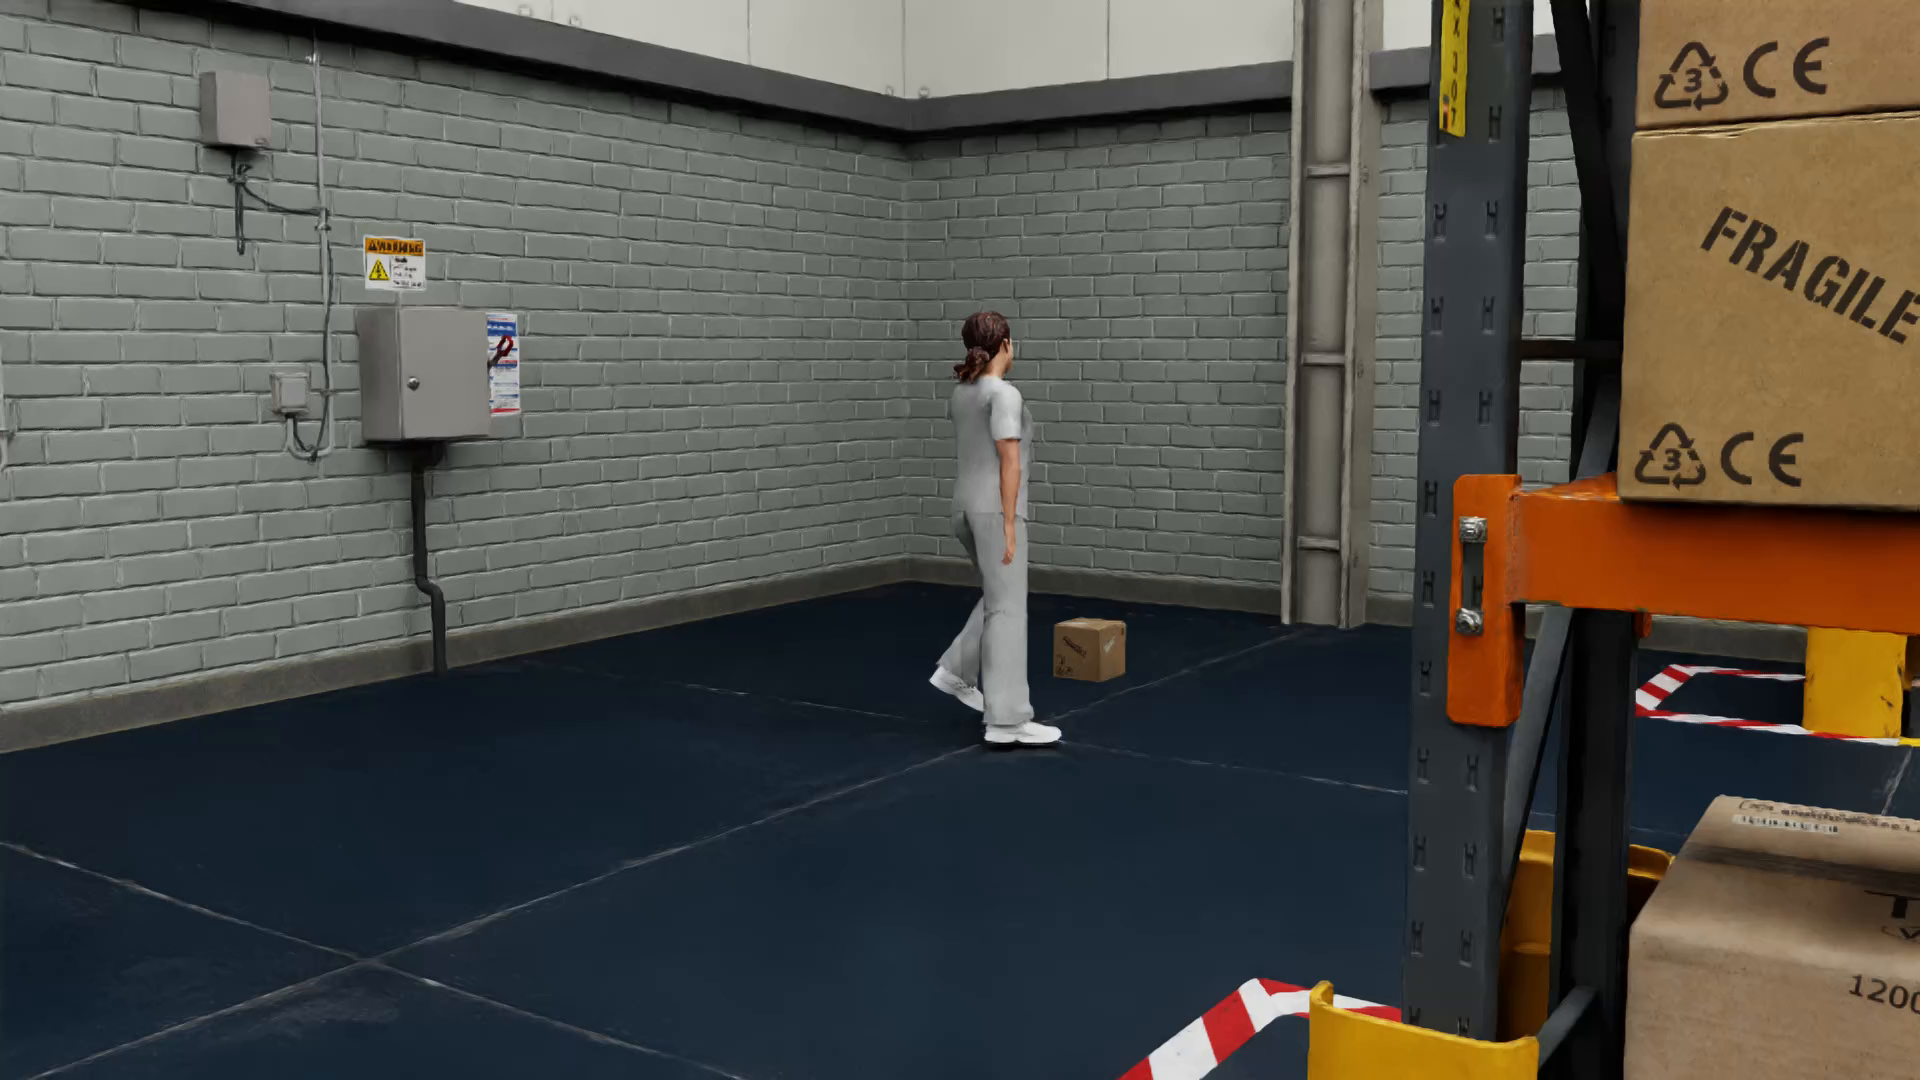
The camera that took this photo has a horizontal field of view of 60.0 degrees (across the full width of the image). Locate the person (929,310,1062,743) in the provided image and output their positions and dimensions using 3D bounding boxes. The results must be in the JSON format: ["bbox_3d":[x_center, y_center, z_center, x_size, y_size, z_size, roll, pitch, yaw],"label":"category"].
[{"bbox_3d":[0.178,-0.064,6.498,0.459,1.653,0.581,-4,8,-32],"label":"person"}]
